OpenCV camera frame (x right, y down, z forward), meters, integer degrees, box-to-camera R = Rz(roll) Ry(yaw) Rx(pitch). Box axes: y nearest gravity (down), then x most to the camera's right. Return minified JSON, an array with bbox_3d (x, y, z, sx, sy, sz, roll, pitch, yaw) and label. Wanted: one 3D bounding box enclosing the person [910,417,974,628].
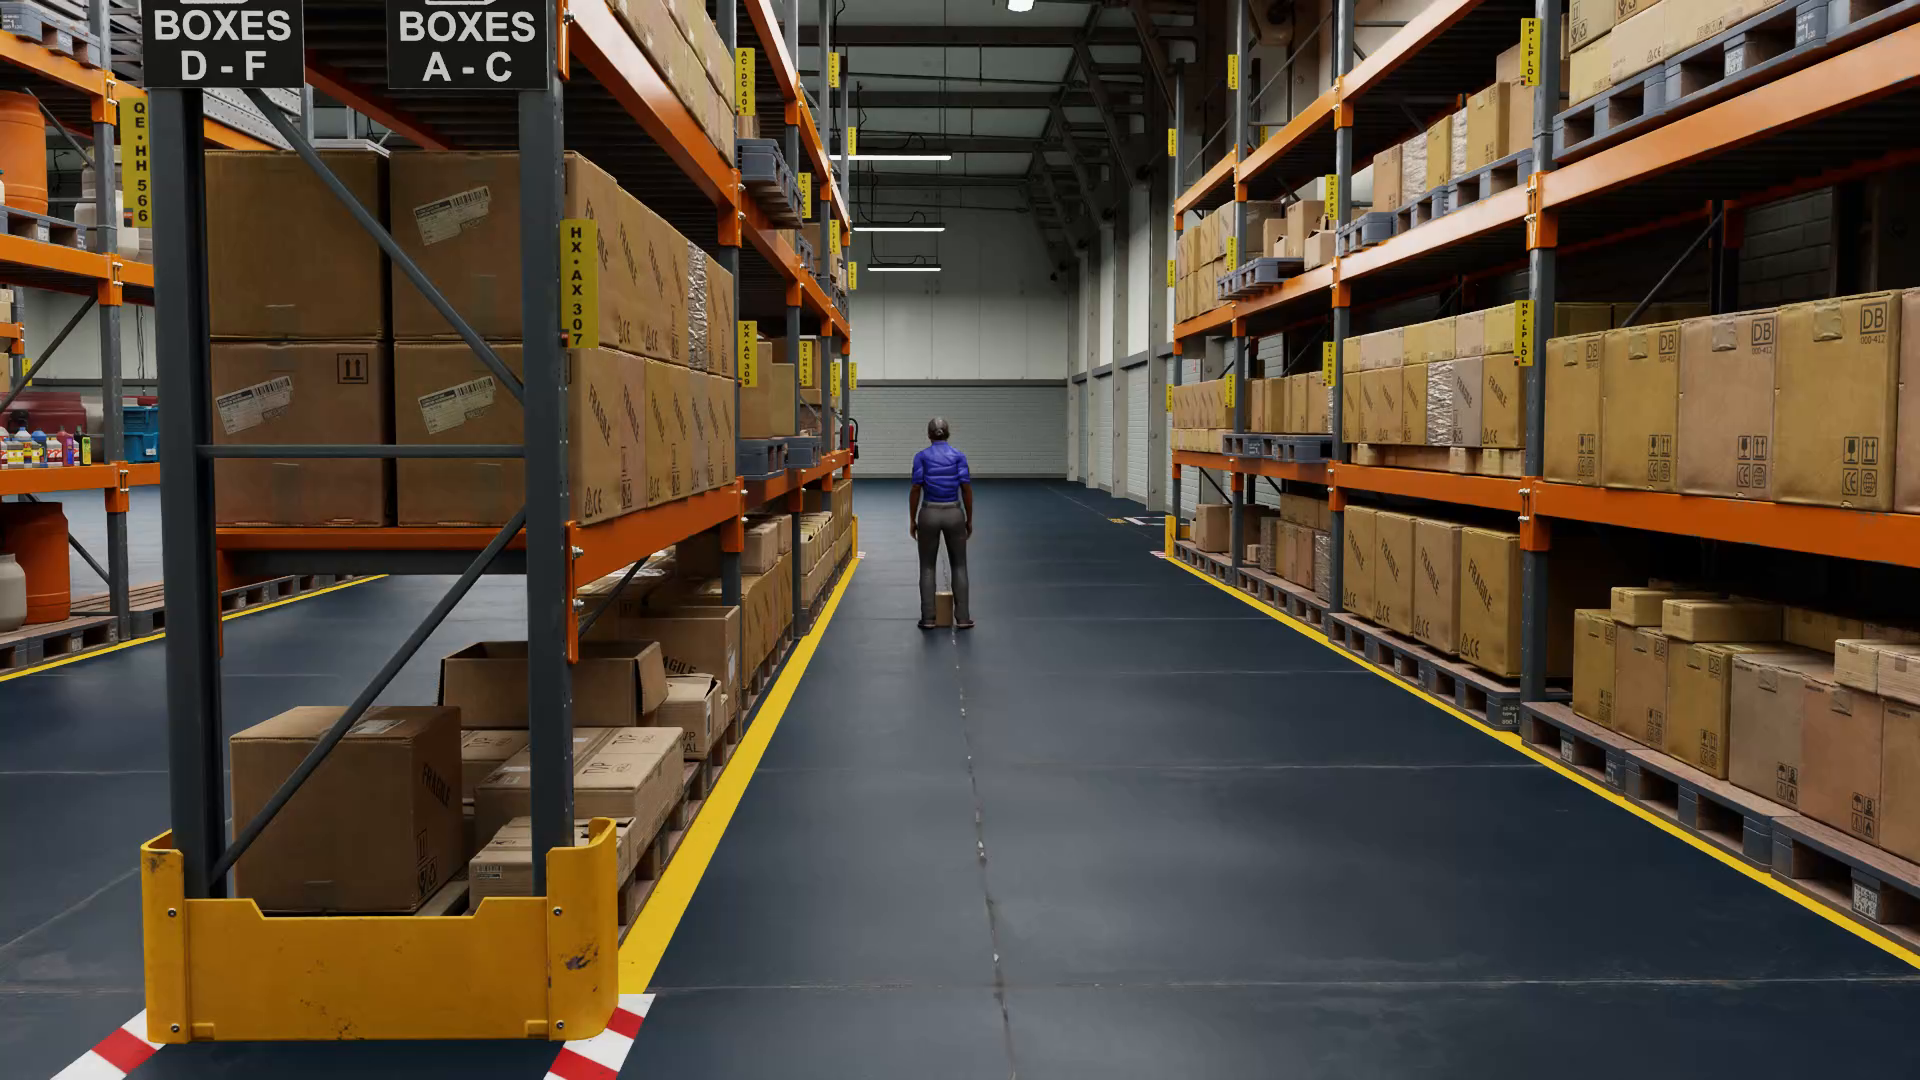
[{"bbox_3d":[-0.139,-0.135,13.044,0.514,1.654,0.352,0,4,-2],"label":"person"}]
